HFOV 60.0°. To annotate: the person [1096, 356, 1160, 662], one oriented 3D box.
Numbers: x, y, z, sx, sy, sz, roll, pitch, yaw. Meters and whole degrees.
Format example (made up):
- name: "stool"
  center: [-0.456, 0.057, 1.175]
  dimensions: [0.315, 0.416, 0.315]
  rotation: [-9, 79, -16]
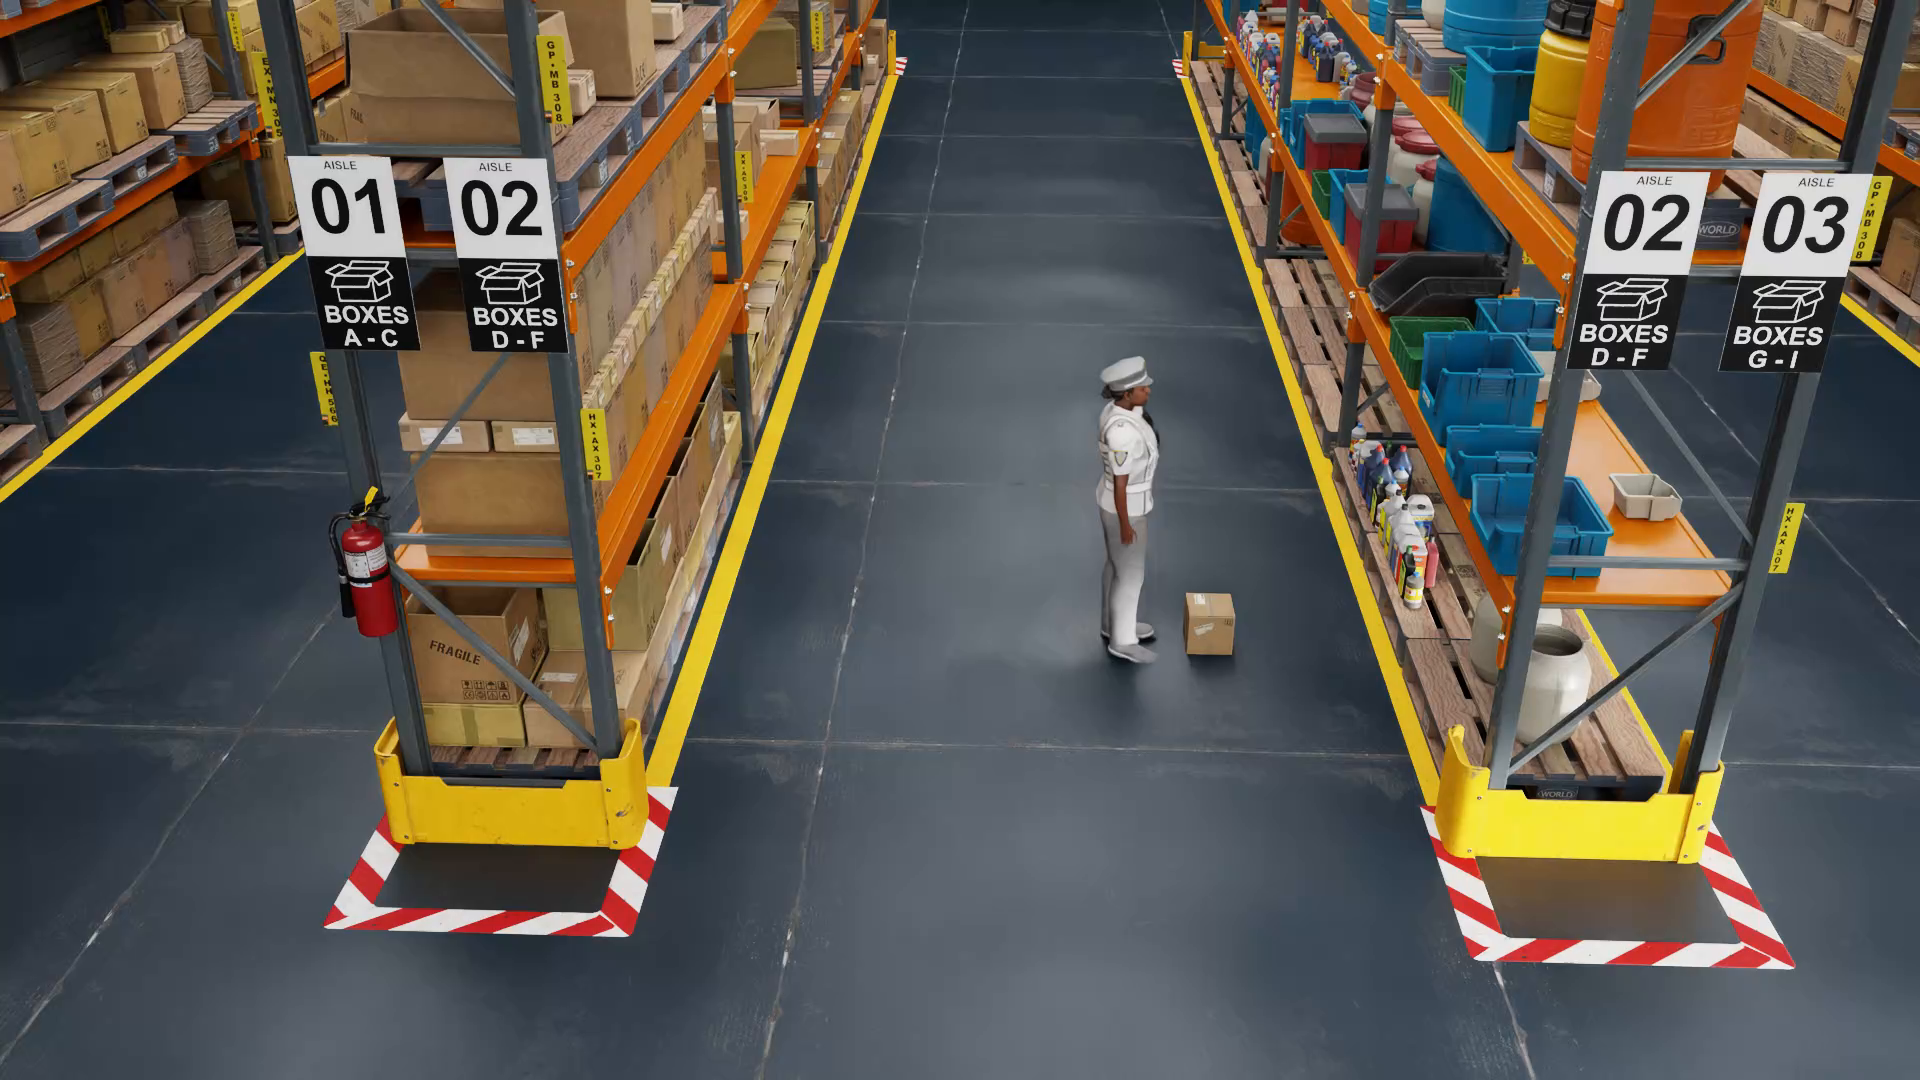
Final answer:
- name: "person"
  center: [0.918, -0.165, 8.926]
  dimensions: [0.391, 1.724, 0.443]
  rotation: [1, 28, 3]
